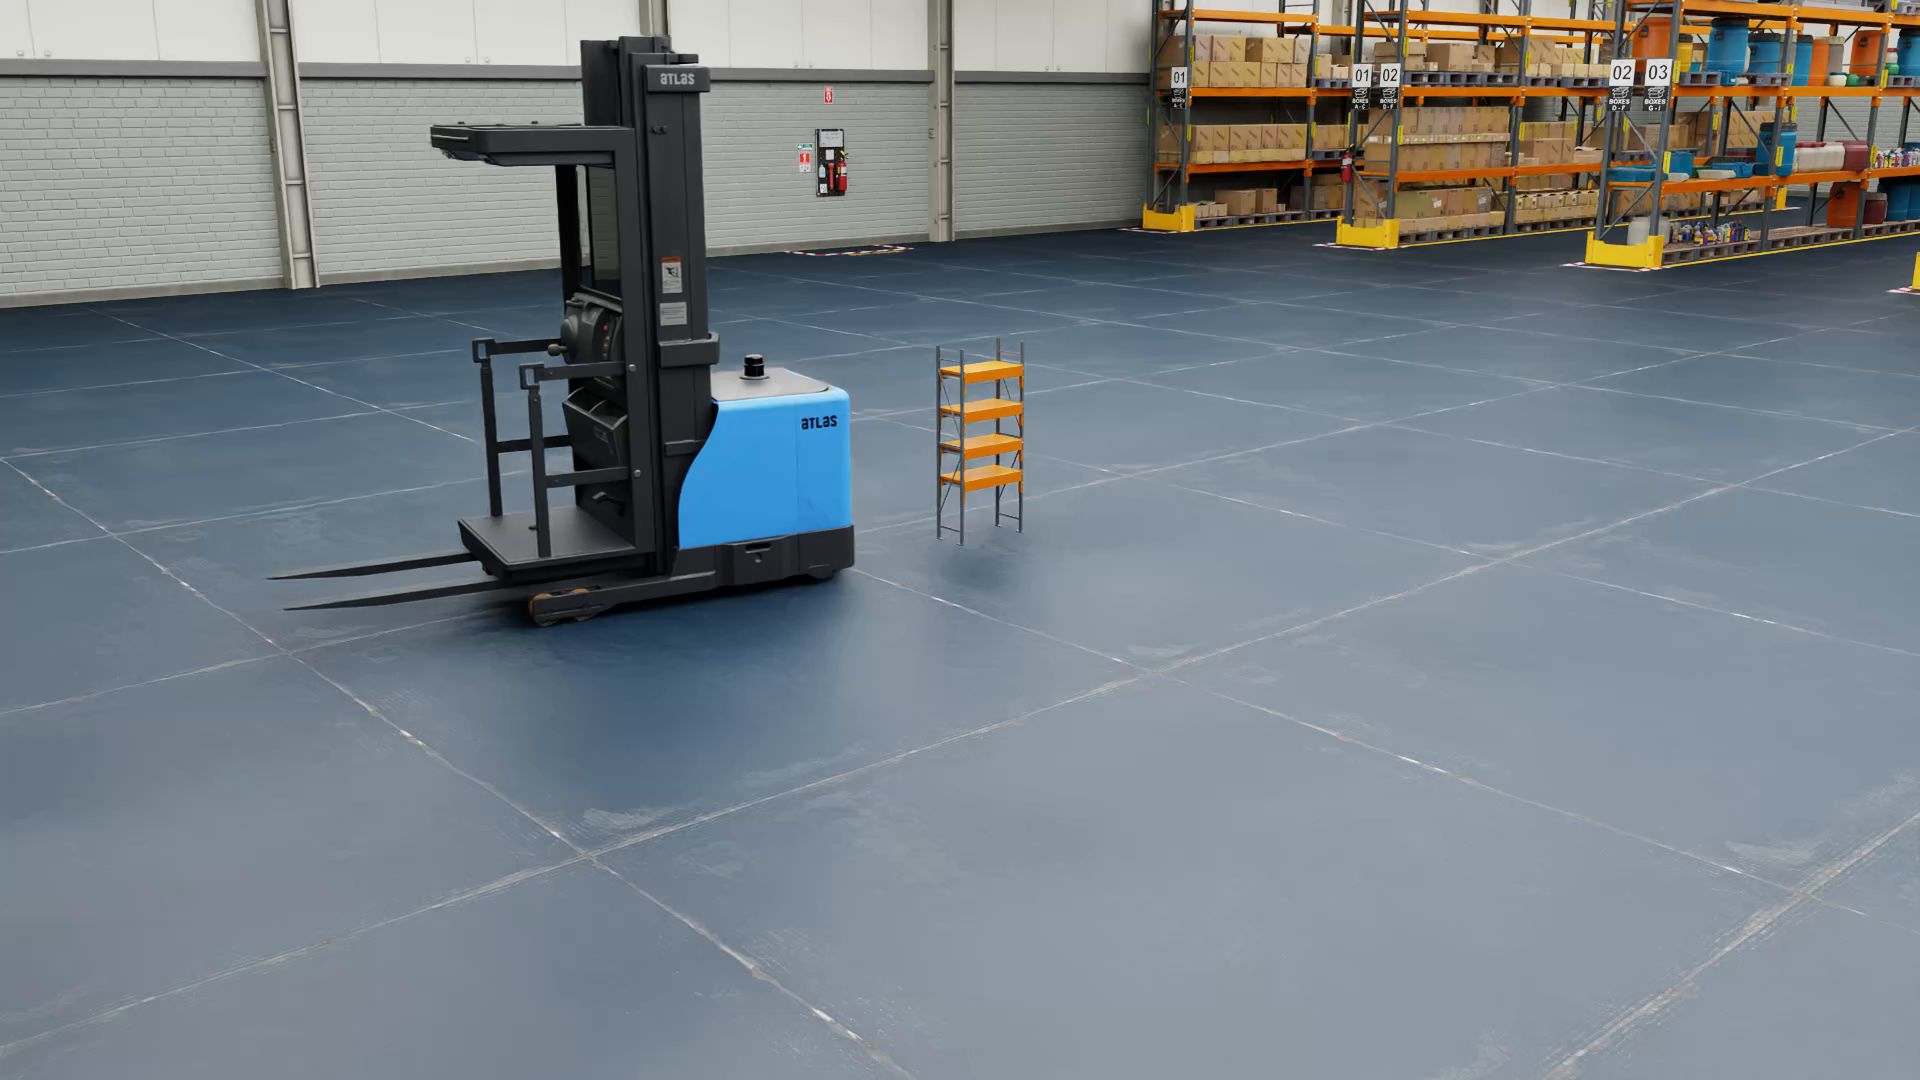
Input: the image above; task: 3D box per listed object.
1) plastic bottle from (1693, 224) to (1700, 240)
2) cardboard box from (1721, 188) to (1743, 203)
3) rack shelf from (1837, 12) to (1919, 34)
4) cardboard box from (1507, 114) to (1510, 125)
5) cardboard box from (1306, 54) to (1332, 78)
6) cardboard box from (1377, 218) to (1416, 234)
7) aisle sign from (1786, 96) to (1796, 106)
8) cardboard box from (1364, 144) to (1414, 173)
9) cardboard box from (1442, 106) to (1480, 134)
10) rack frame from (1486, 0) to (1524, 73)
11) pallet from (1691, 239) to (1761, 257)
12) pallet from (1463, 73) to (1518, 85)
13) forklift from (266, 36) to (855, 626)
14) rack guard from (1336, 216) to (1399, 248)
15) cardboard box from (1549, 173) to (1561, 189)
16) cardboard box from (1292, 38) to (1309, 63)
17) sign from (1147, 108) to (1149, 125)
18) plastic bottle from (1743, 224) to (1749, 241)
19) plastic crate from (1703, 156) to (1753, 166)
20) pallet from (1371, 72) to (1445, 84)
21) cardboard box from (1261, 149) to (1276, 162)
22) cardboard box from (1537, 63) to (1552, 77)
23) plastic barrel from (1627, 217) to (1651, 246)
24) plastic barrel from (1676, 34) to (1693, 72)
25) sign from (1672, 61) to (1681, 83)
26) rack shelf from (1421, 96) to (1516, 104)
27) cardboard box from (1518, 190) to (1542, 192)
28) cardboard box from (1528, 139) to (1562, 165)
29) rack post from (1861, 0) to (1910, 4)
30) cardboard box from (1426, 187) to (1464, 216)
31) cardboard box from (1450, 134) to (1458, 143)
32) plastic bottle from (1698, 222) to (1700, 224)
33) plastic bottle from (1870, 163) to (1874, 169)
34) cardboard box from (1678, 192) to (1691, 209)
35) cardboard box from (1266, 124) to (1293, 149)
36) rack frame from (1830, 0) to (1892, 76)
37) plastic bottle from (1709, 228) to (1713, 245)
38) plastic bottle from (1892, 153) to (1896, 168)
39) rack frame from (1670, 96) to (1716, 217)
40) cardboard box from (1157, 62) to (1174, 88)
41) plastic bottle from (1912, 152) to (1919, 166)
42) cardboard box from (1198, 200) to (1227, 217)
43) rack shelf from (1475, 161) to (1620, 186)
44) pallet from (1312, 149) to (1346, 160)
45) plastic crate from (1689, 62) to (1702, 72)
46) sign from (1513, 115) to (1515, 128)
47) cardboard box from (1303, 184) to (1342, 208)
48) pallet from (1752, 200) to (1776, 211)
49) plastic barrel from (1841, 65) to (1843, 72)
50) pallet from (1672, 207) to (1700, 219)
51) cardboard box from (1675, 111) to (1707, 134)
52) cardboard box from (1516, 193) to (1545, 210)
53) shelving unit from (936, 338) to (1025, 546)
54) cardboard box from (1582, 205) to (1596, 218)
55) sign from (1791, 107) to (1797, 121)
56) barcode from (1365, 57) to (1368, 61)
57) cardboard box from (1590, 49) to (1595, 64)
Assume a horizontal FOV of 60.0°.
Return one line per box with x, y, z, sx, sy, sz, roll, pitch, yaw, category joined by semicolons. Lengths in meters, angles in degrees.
12.826;-5.362;28.948;0.097;0.271;0.097;0;15;0;plastic bottle
17.938;-8.218;39.189;0.637;0.503;0.797;-13;19;-39;cardboard box
18.264;-9.946;32.217;4.000;0.370;1.077;-13;19;-39;rack shelf
13.085;-10.291;40.703;0.500;0.250;0.500;-12;19;-38;cardboard box
7.699;-10.278;36.097;0.500;0.500;0.500;-9;18;-32;cardboard box
8.022;-5.781;30.596;0.500;0.250;0.500;-13;19;-39;cardboard box
19.794;-10.778;39.749;0.004;0.787;0.394;-13;19;-39;aisle sign
7.832;-6.984;30.391;0.500;0.500;0.700;-13;19;-39;cardboard box
9.400;-7.965;31.549;0.500;0.500;0.700;-13;20;-39;cardboard box
13.269;-12.754;40.562;0.127;3.000;1.000;-13;19;-39;rack frame
13.204;-5.119;29.006;1.213;0.211;1.003;-13;19;-39;pallet
9.863;-8.794;31.719;1.213;0.211;1.003;-13;19;-39;pallet
-2.139;-1.128;8.792;3.031;2.935;1.130;-8;17;-28;forklift
7.453;-5.648;30.425;0.348;0.500;1.175;-13;19;-39;rack guard
15.068;-9.221;42.987;0.500;0.500;0.700;-13;20;-41;cardboard box
7.034;-10.353;35.215;0.500;0.500;0.500;14;20;42;cardboard box
3.868;-8.647;33.952;0.005;0.325;0.100;-13;19;-39;sign
13.591;-5.327;28.790;0.133;0.283;0.061;-11;19;-37;plastic bottle
13.259;-6.478;28.810;0.504;0.338;0.767;-13;19;-39;plastic crate
8.022;-8.381;30.171;1.213;0.211;1.003;-13;19;-39;pallet
6.325;-8.128;35.118;0.500;0.250;0.500;-13;20;-40;cardboard box
11.373;-9.313;32.966;0.500;0.250;0.500;14;20;42;cardboard box
11.167;-5.022;27.245;0.421;0.512;0.421;0;15;0;plastic barrel
11.497;-7.855;26.855;0.600;0.588;0.600;0;15;0;plastic barrel
11.078;-7.240;25.713;0.005;0.325;0.100;-13;19;-39;sign
11.761;-10.619;39.773;4.000;0.370;1.077;-13;19;-39;rack shelf
11.754;-7.065;34.314;0.500;0.311;0.500;-13;20;-40;cardboard box
11.854;-7.886;33.768;0.500;0.500;0.500;-13;19;-39;cardboard box
17.275;-10.242;31.304;0.937;0.300;0.954;-13;19;-39;rack post
9.155;-6.397;31.449;0.500;0.500;0.500;-13;19;-39;cardboard box
9.069;-7.506;31.087;0.250;0.149;0.380;-12;19;-39;cardboard box
12.984;-5.440;29.229;0.135;0.276;0.152;-12;19;-37;plastic bottle
17.294;-7.200;31.633;0.135;0.276;0.152;-13;19;-39;plastic bottle
15.961;-7.676;37.164;0.500;0.500;0.500;-13;19;-39;cardboard box
6.708;-8.574;35.336;0.500;0.500;0.500;-13;20;-40;cardboard box
16.755;-10.148;30.804;0.127;3.000;1.000;-13;19;-39;rack frame
12.627;-5.110;28.004;0.097;0.271;0.097;0;15;0;plastic bottle
18.097;-7.369;32.274;0.097;0.271;0.097;0;15;0;plastic bottle
16.524;-8.892;37.728;0.127;3.000;1.000;-13;19;-39;rack frame
4.365;-9.450;33.772;0.500;0.500;0.500;-11;18;-35;cardboard box
18.930;-7.568;33.009;0.135;0.276;0.152;-13;19;-39;plastic bottle
5.228;-6.933;34.750;0.500;0.311;0.500;-11;18;-35;cardboard box
11.998;-7.528;34.015;4.000;0.370;1.077;-13;19;-39;rack shelf
7.906;-8.509;36.666;1.213;0.211;1.003;-13;19;-39;pallet
11.961;-7.718;27.549;0.575;0.384;0.392;-13;19;-39;plastic crate
13.633;-10.273;40.807;0.005;0.325;0.100;-13;19;-39;sign
8.136;-7.731;37.371;0.500;0.500;0.700;-13;20;-40;cardboard box
18.883;-8.074;40.070;1.213;0.211;1.003;-13;19;-39;pallet
16.320;-8.760;31.203;0.421;0.512;0.421;0;15;0;plastic barrel
15.935;-7.400;37.544;1.213;0.211;1.003;-13;19;-39;pallet
16.736;-9.560;38.095;0.500;0.500;0.500;-13;19;-39;cardboard box
11.345;-6.788;33.277;0.500;0.311;0.500;-13;20;-40;cardboard box
0.125;-0.608;10.200;0.503;1.200;0.258;-13;19;-39;shelving unit
12.883;-6.864;34.651;0.500;0.250;0.500;-13;20;-40;cardboard box
19.891;-10.171;39.657;0.005;0.325;0.100;-13;19;-39;sign
7.382;-8.734;30.198;0.075;0.075;0.001;-13;19;-39;barcode
15.914;-12.347;42.678;0.500;0.500;0.500;-13;20;-40;cardboard box
